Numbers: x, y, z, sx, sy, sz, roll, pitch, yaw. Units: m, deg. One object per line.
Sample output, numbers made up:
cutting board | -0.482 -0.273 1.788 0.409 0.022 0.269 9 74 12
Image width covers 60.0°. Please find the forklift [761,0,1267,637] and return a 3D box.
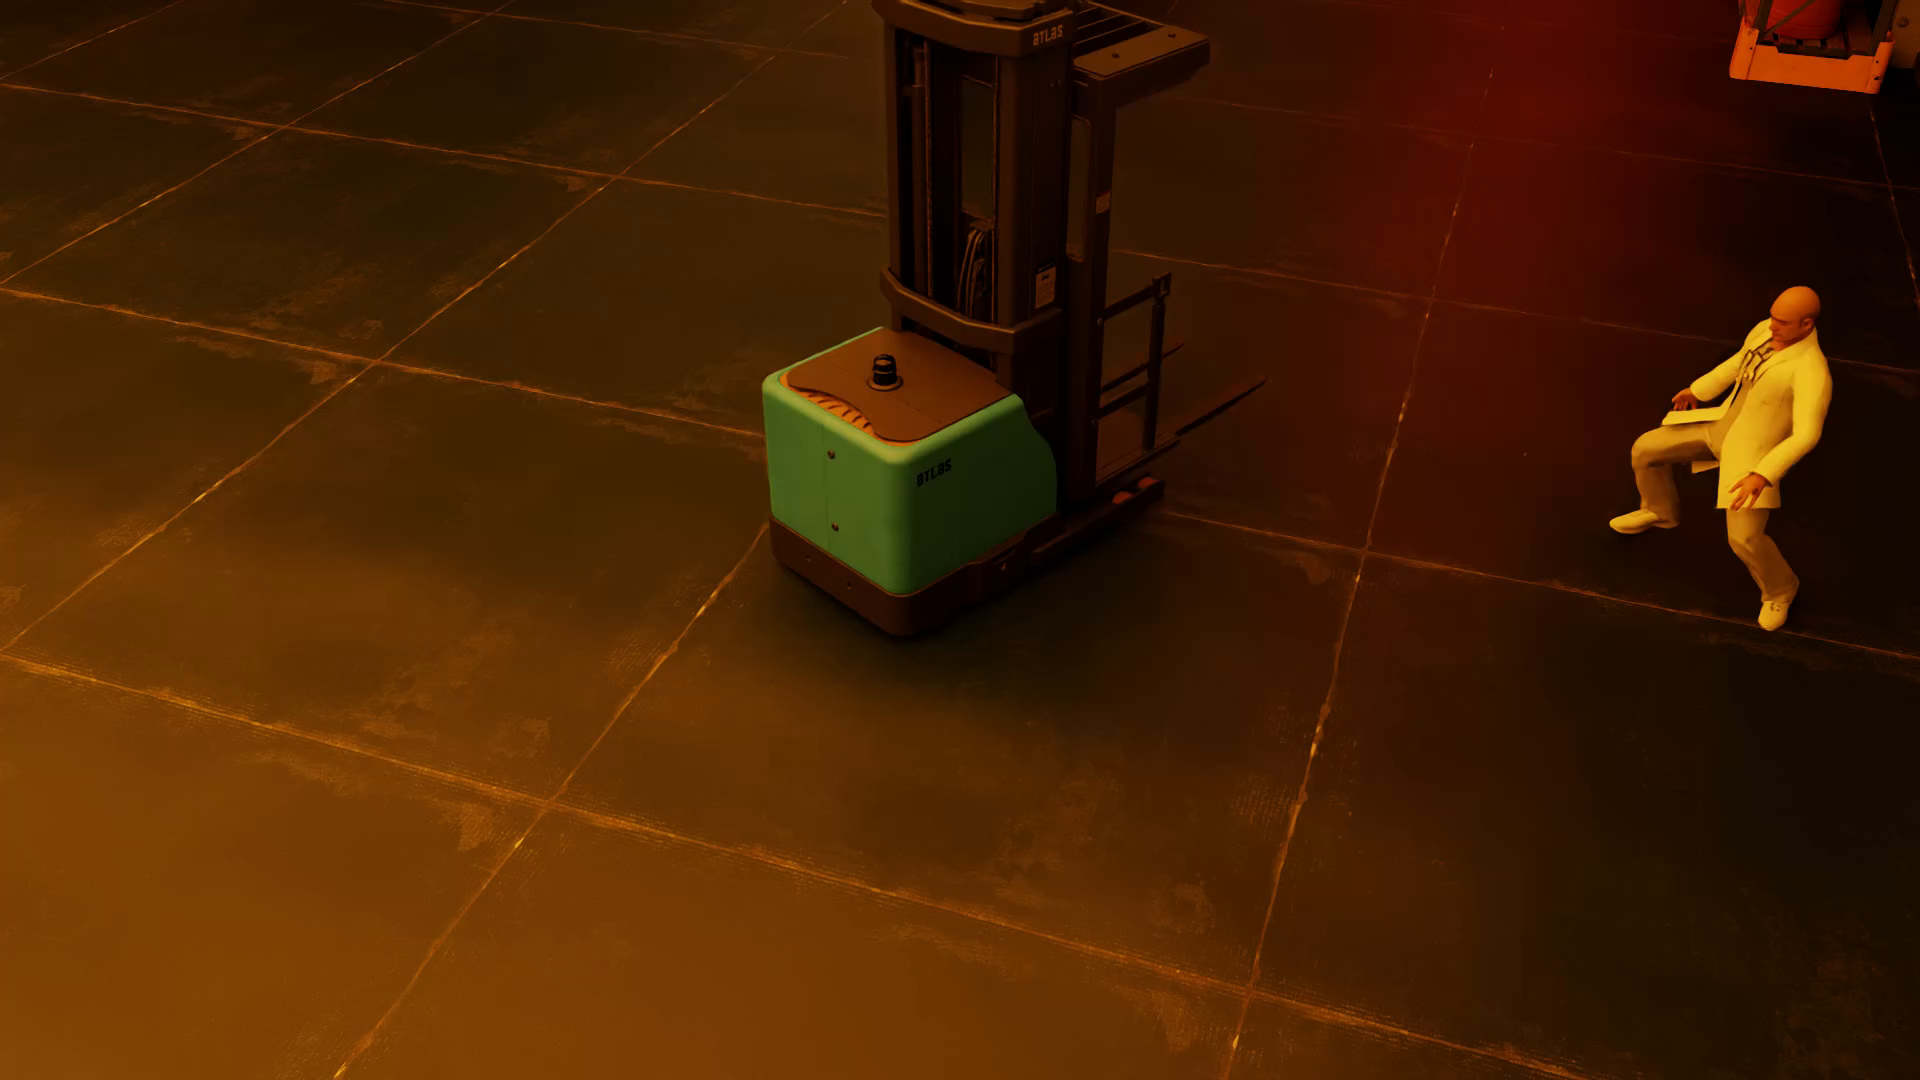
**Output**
forklift | 0.451 -1.480 8.198 3.031 2.935 1.130 -29 45 -35

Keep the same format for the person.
person | 3.748 -0.457 7.916 0.744 1.644 1.004 -2 35 -2
